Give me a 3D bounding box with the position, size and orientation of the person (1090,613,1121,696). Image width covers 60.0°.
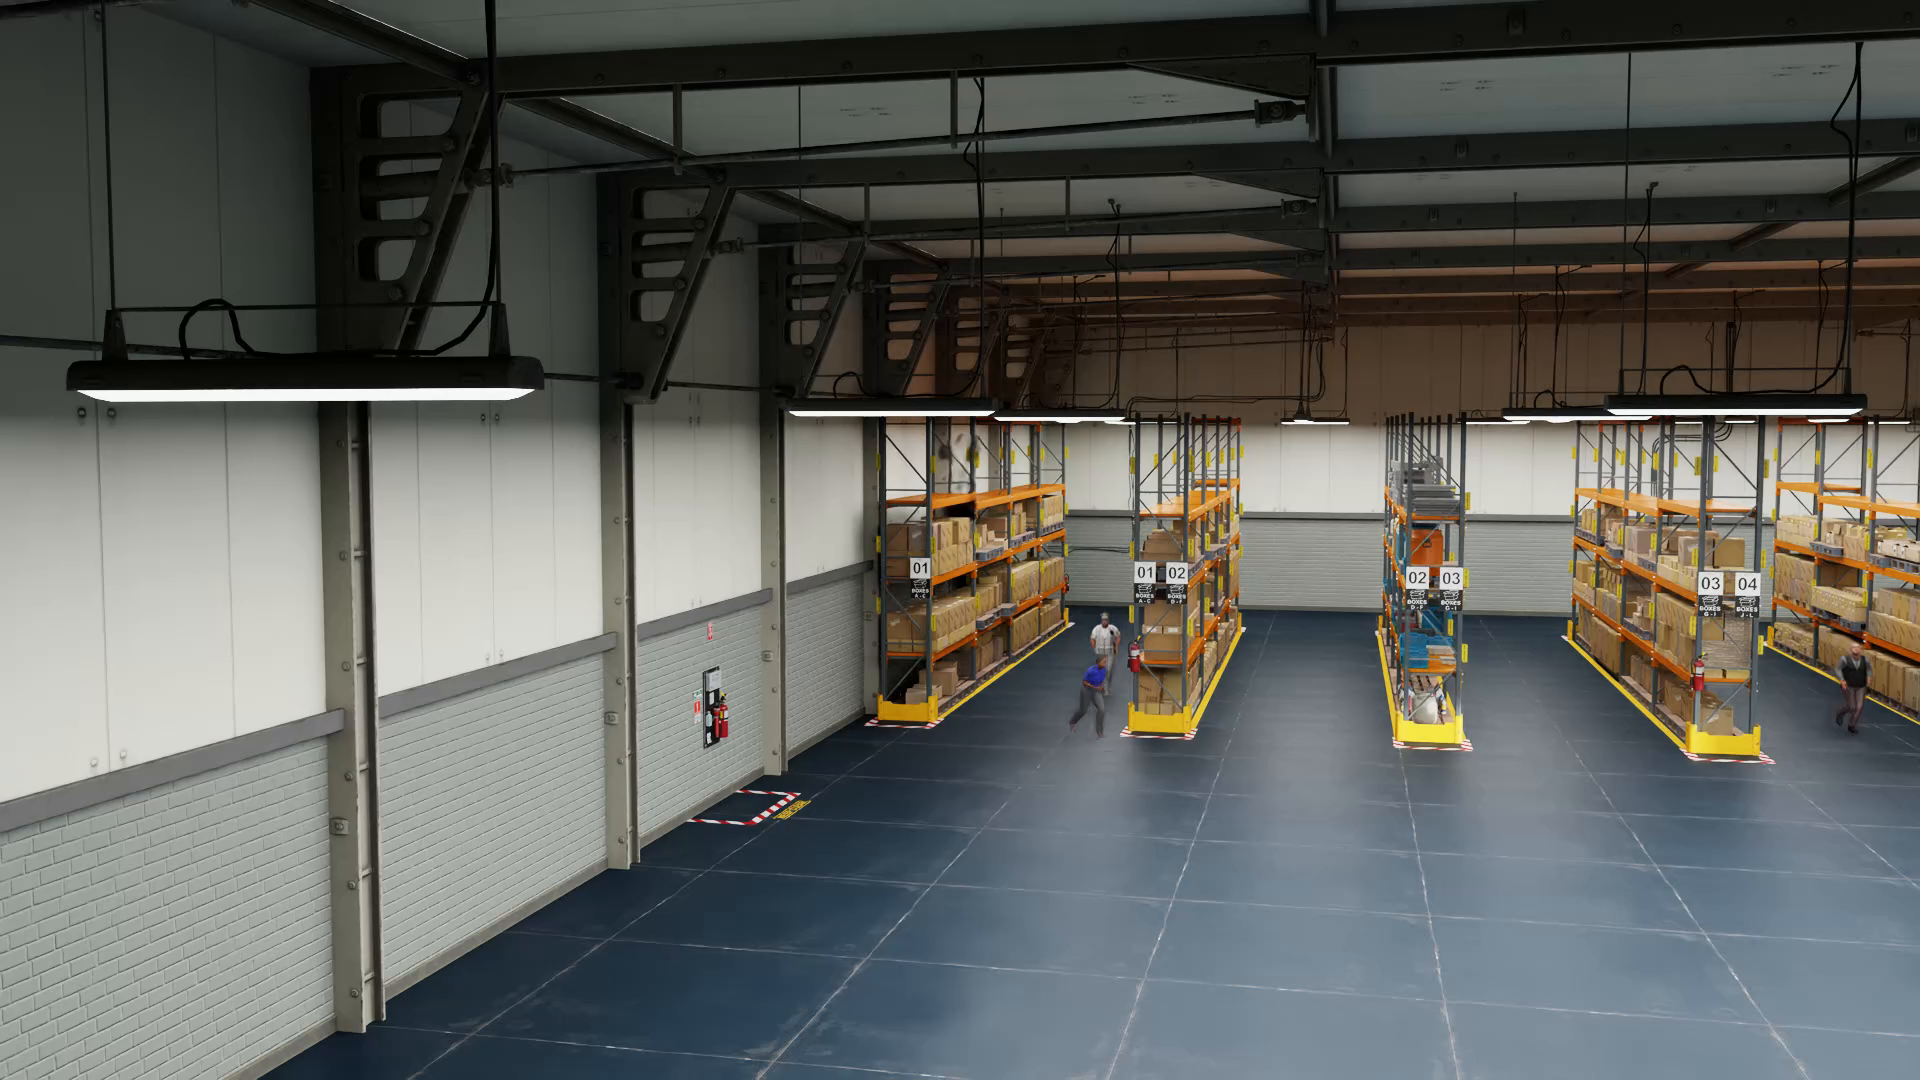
[{"bbox_3d":[3.133,2.426,35.830,0.652,1.760,0.893,1,4,8],"label":"person"}]

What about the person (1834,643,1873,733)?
[{"bbox_3d":[16.828,2.773,31.276,0.655,1.692,0.626,1,4,10],"label":"person"}]

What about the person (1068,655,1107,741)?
[{"bbox_3d":[2.387,2.887,30.752,0.618,1.615,0.923,-3,5,-41],"label":"person"}]
